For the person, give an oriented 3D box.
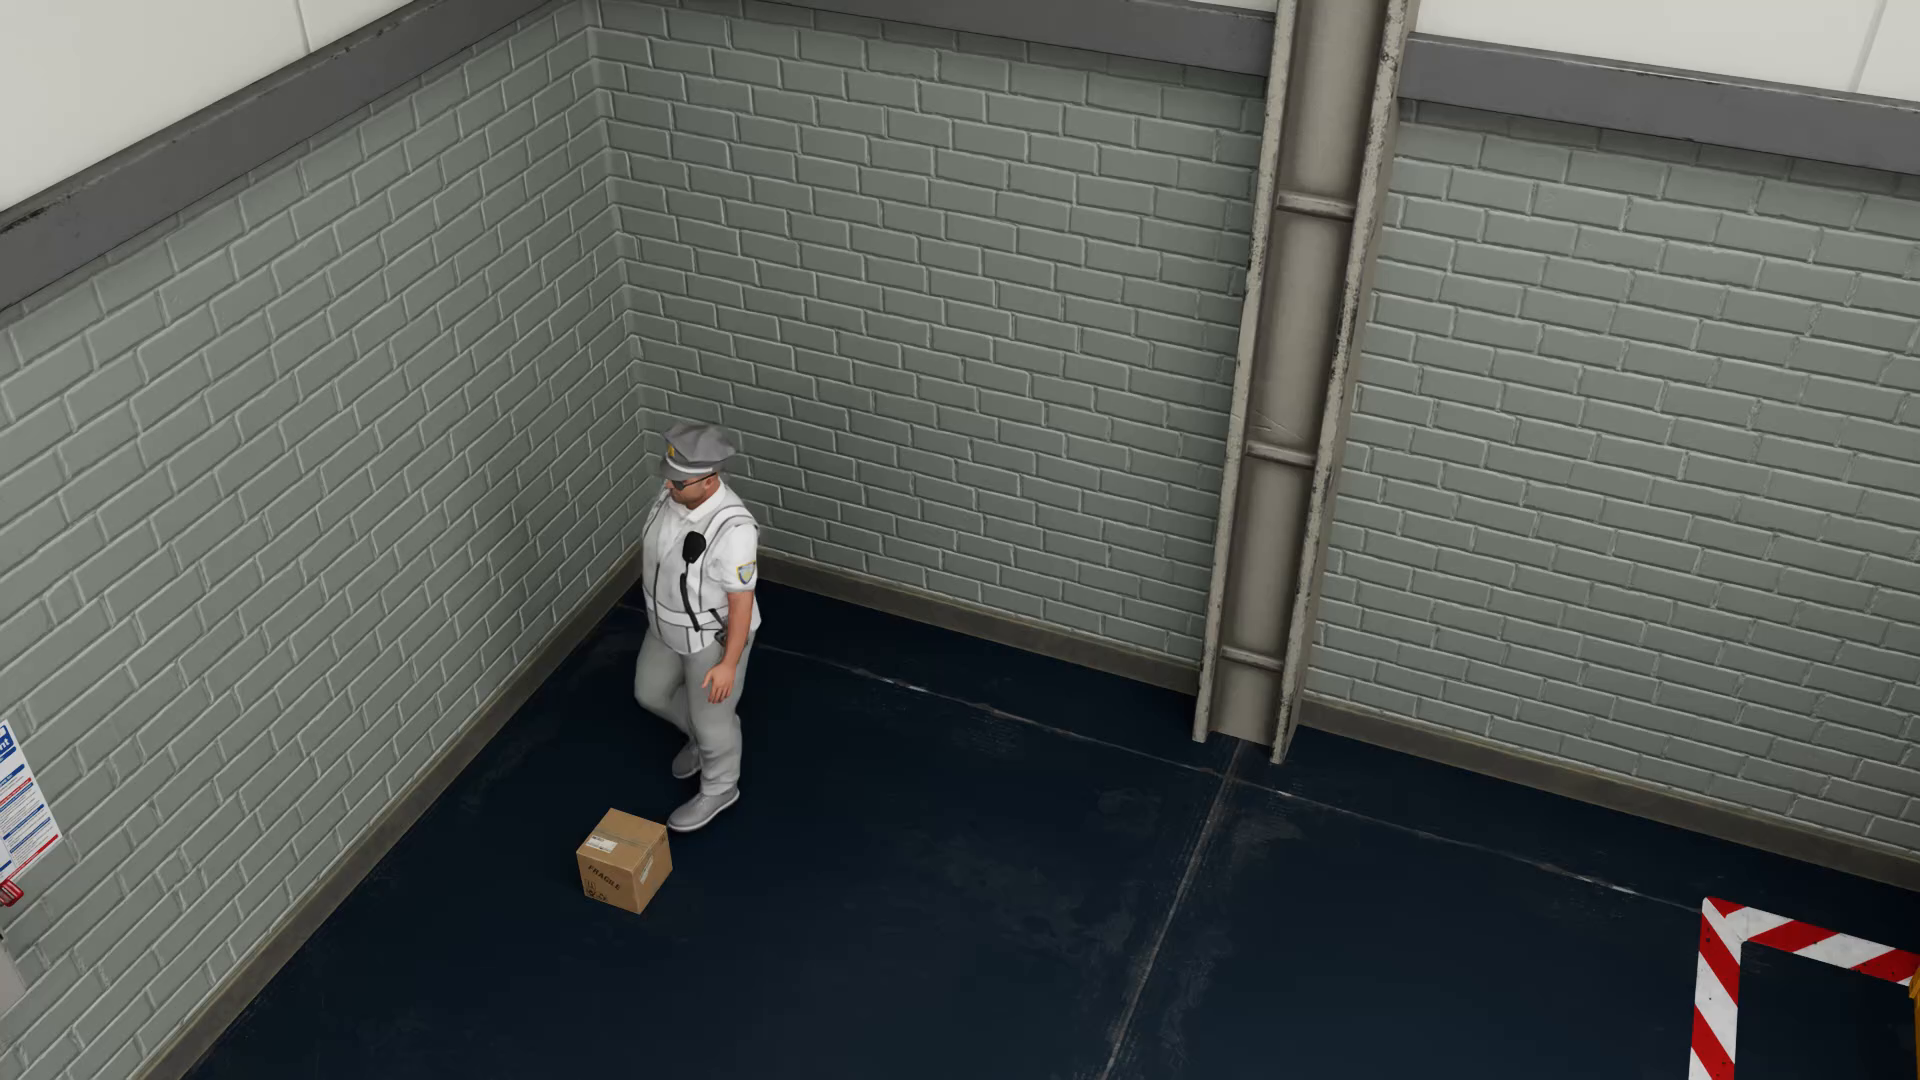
[{"bbox_3d":[-1.019,0.361,6.327,0.490,1.785,0.556,-29,46,-33],"label":"person"}]
